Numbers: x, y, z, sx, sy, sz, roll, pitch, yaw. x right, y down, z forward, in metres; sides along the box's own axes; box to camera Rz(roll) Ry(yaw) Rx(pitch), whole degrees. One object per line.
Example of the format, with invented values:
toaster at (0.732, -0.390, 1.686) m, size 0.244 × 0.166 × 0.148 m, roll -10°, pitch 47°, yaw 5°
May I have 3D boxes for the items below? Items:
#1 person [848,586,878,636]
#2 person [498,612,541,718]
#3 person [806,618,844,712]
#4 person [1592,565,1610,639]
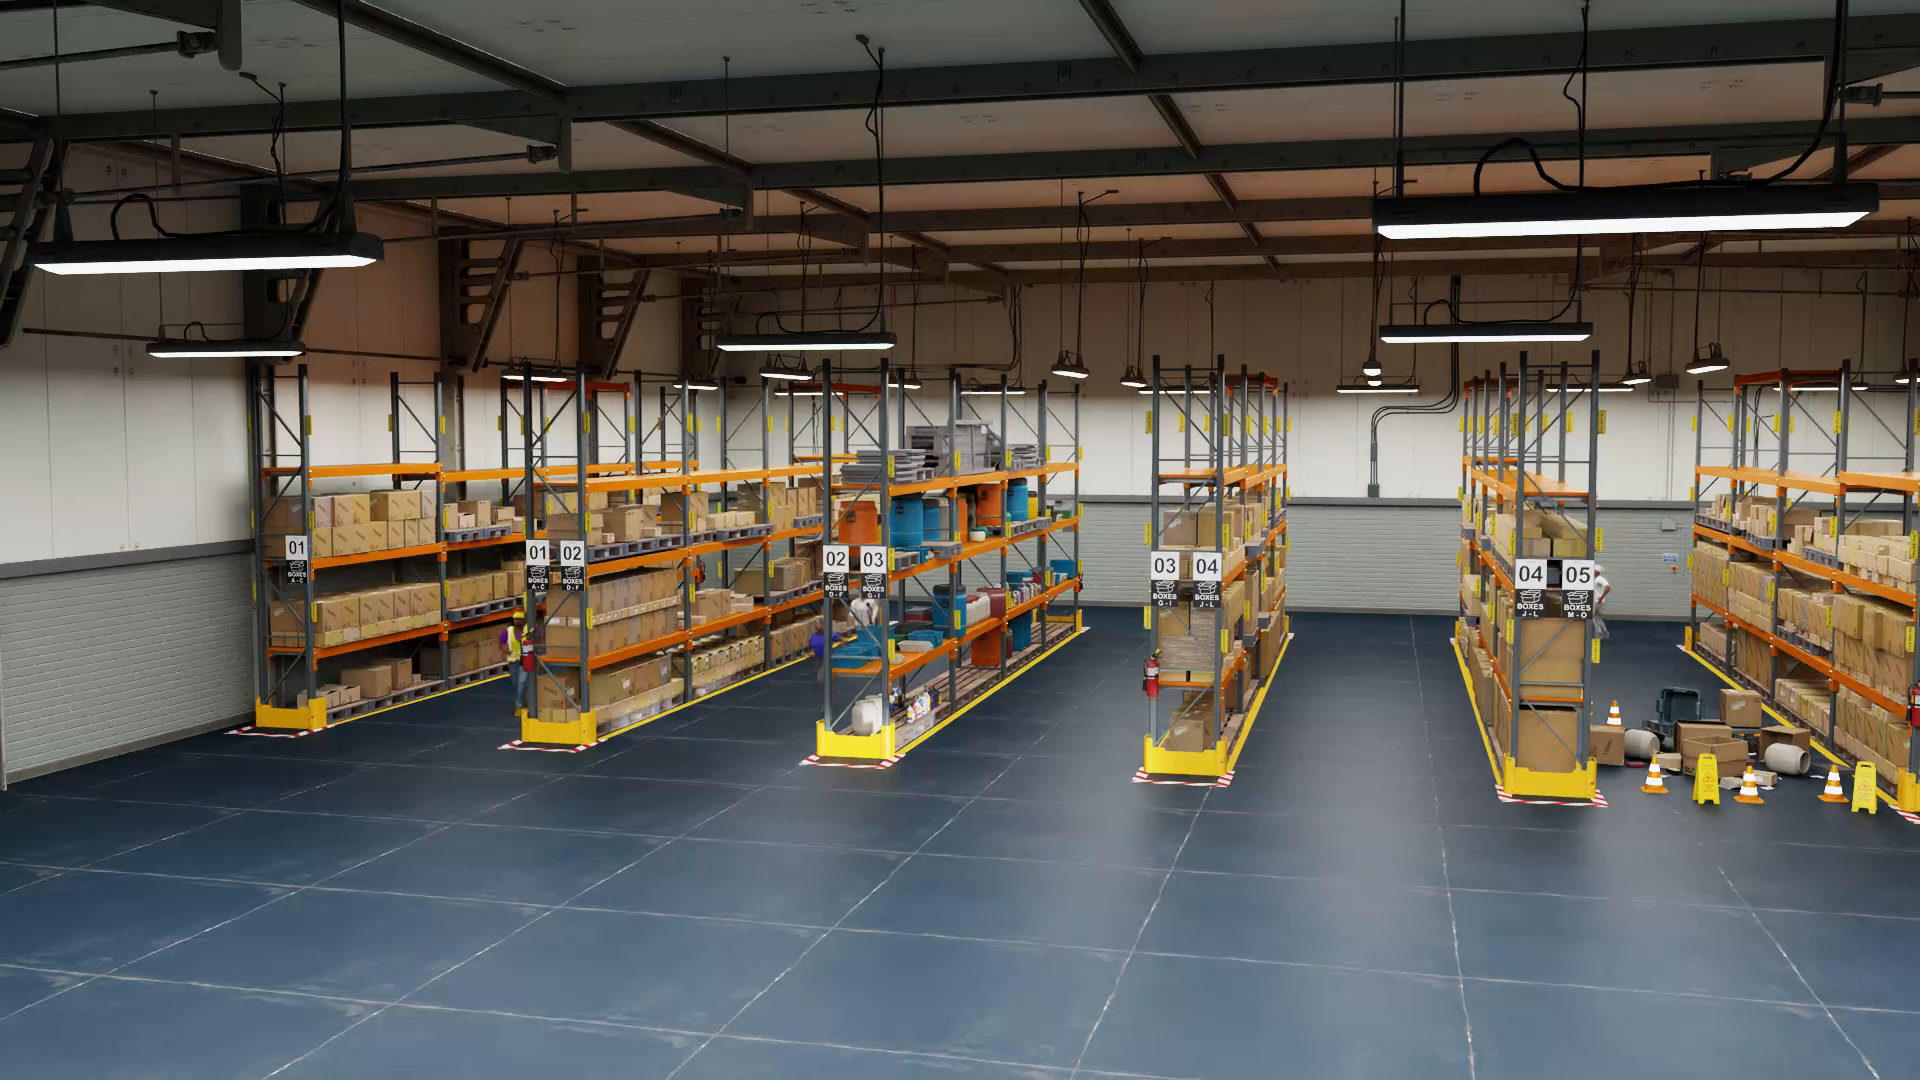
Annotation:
person at (-2.005, 1.794, 34.304) m, size 0.562 × 1.708 × 0.857 m, roll 1°, pitch 4°, yaw 10°
person at (-7.710, 2.110, 29.001) m, size 0.663 × 1.738 × 1.102 m, roll 0°, pitch 4°, yaw 3°
person at (-2.369, 2.177, 29.026) m, size 0.587 × 1.642 × 0.845 m, roll 3°, pitch 5°, yaw 33°
person at (14.774, 1.468, 38.712) m, size 0.690 × 1.787 × 0.732 m, roll 1°, pitch 4°, yaw 16°
